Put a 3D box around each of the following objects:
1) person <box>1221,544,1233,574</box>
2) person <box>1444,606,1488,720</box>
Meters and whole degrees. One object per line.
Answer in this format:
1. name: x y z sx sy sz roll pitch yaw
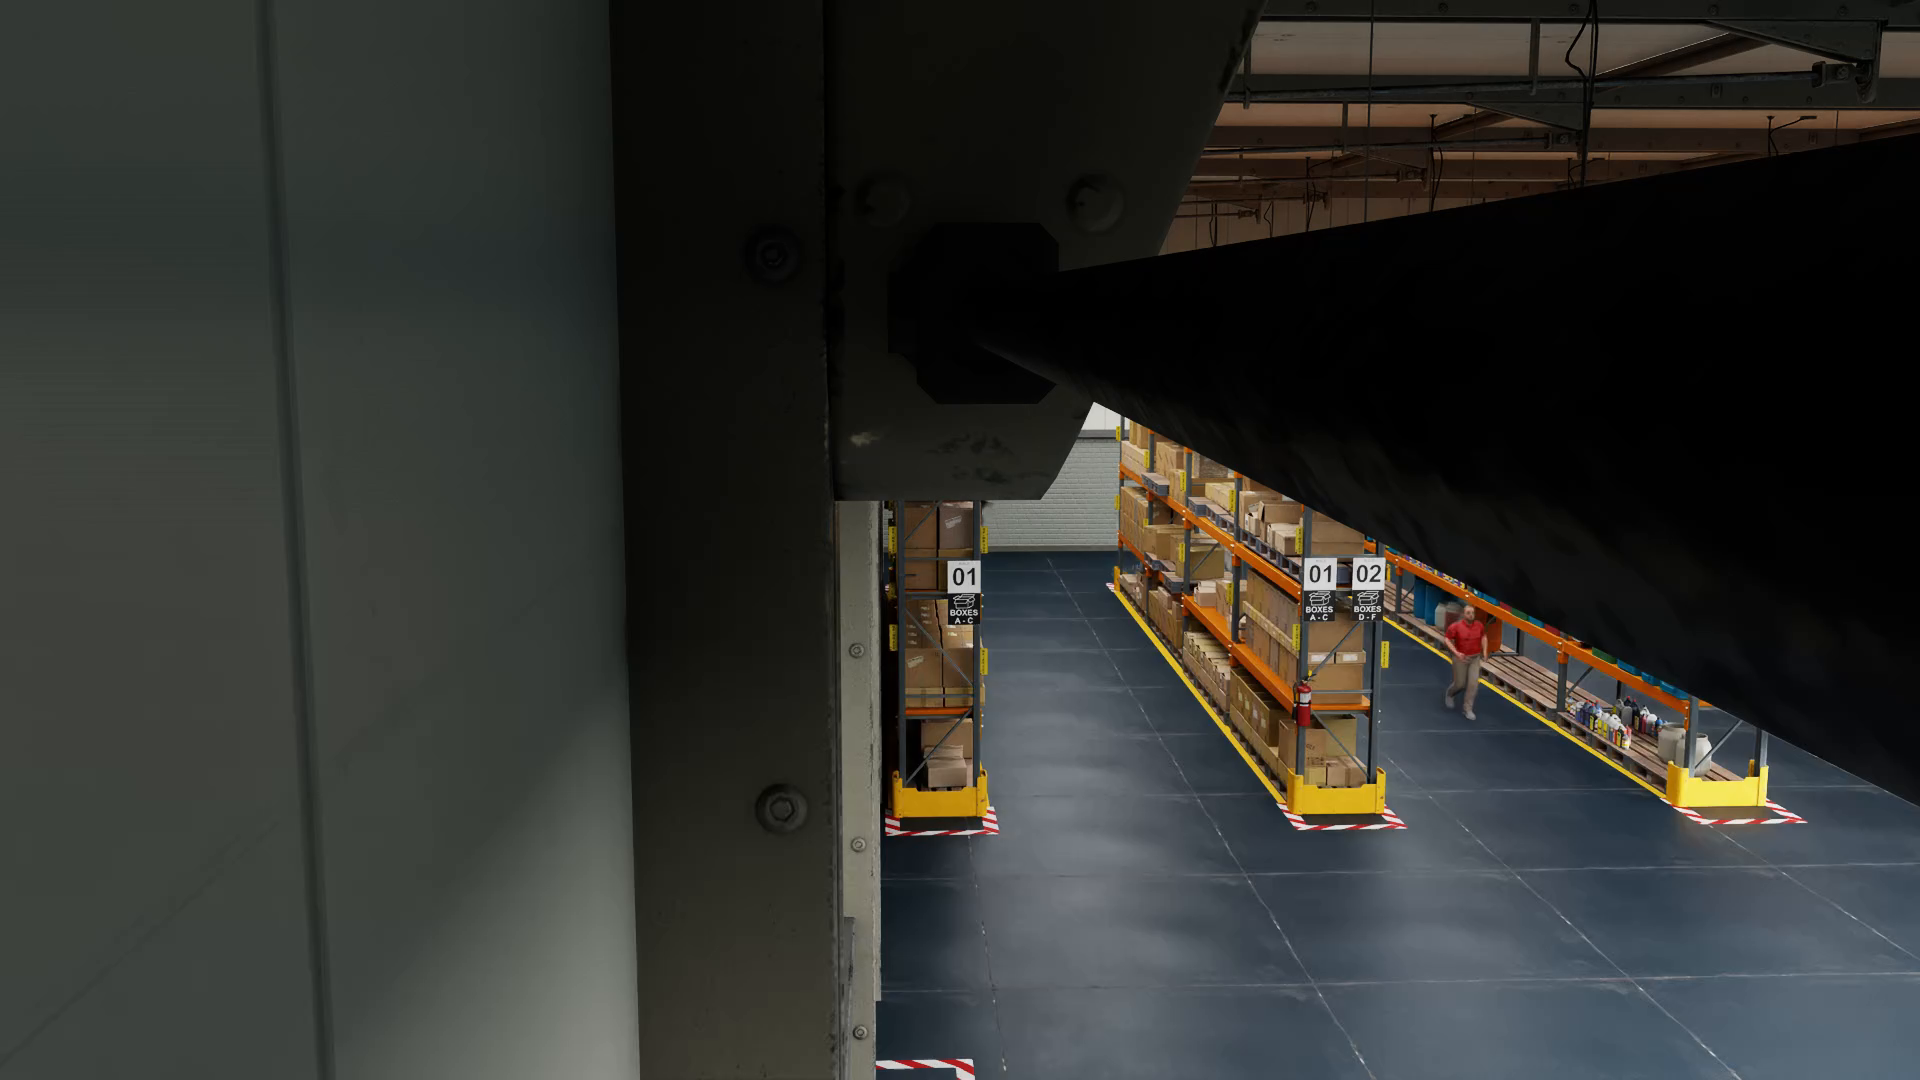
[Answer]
1. person: 5.832 0.308 36.340 0.634 1.629 0.616 -4 9 -25
2. person: 7.746 1.844 25.468 0.690 1.719 0.726 -1 8 -5
